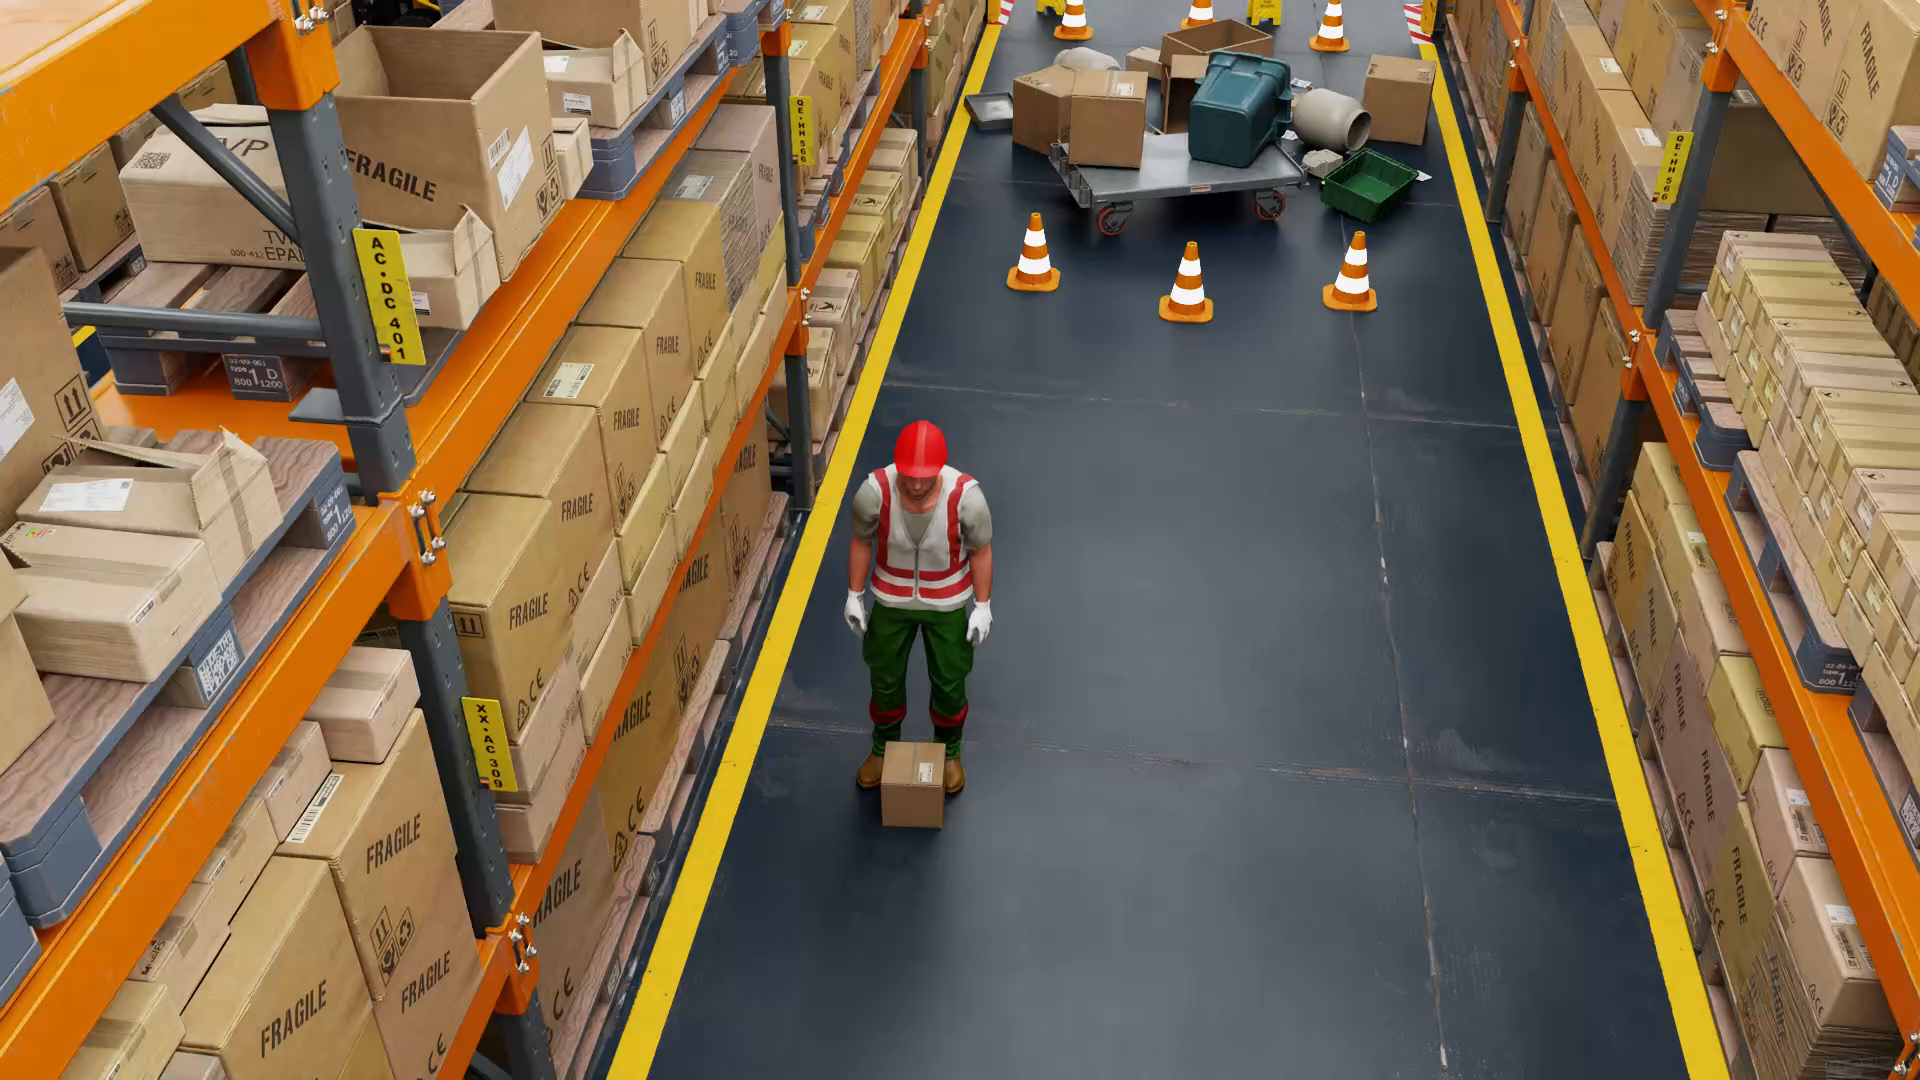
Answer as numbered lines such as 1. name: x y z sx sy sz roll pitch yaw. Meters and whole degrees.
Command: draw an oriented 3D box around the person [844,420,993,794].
1. person: -0.166 0.264 6.663 0.604 1.778 0.450 3 36 5
